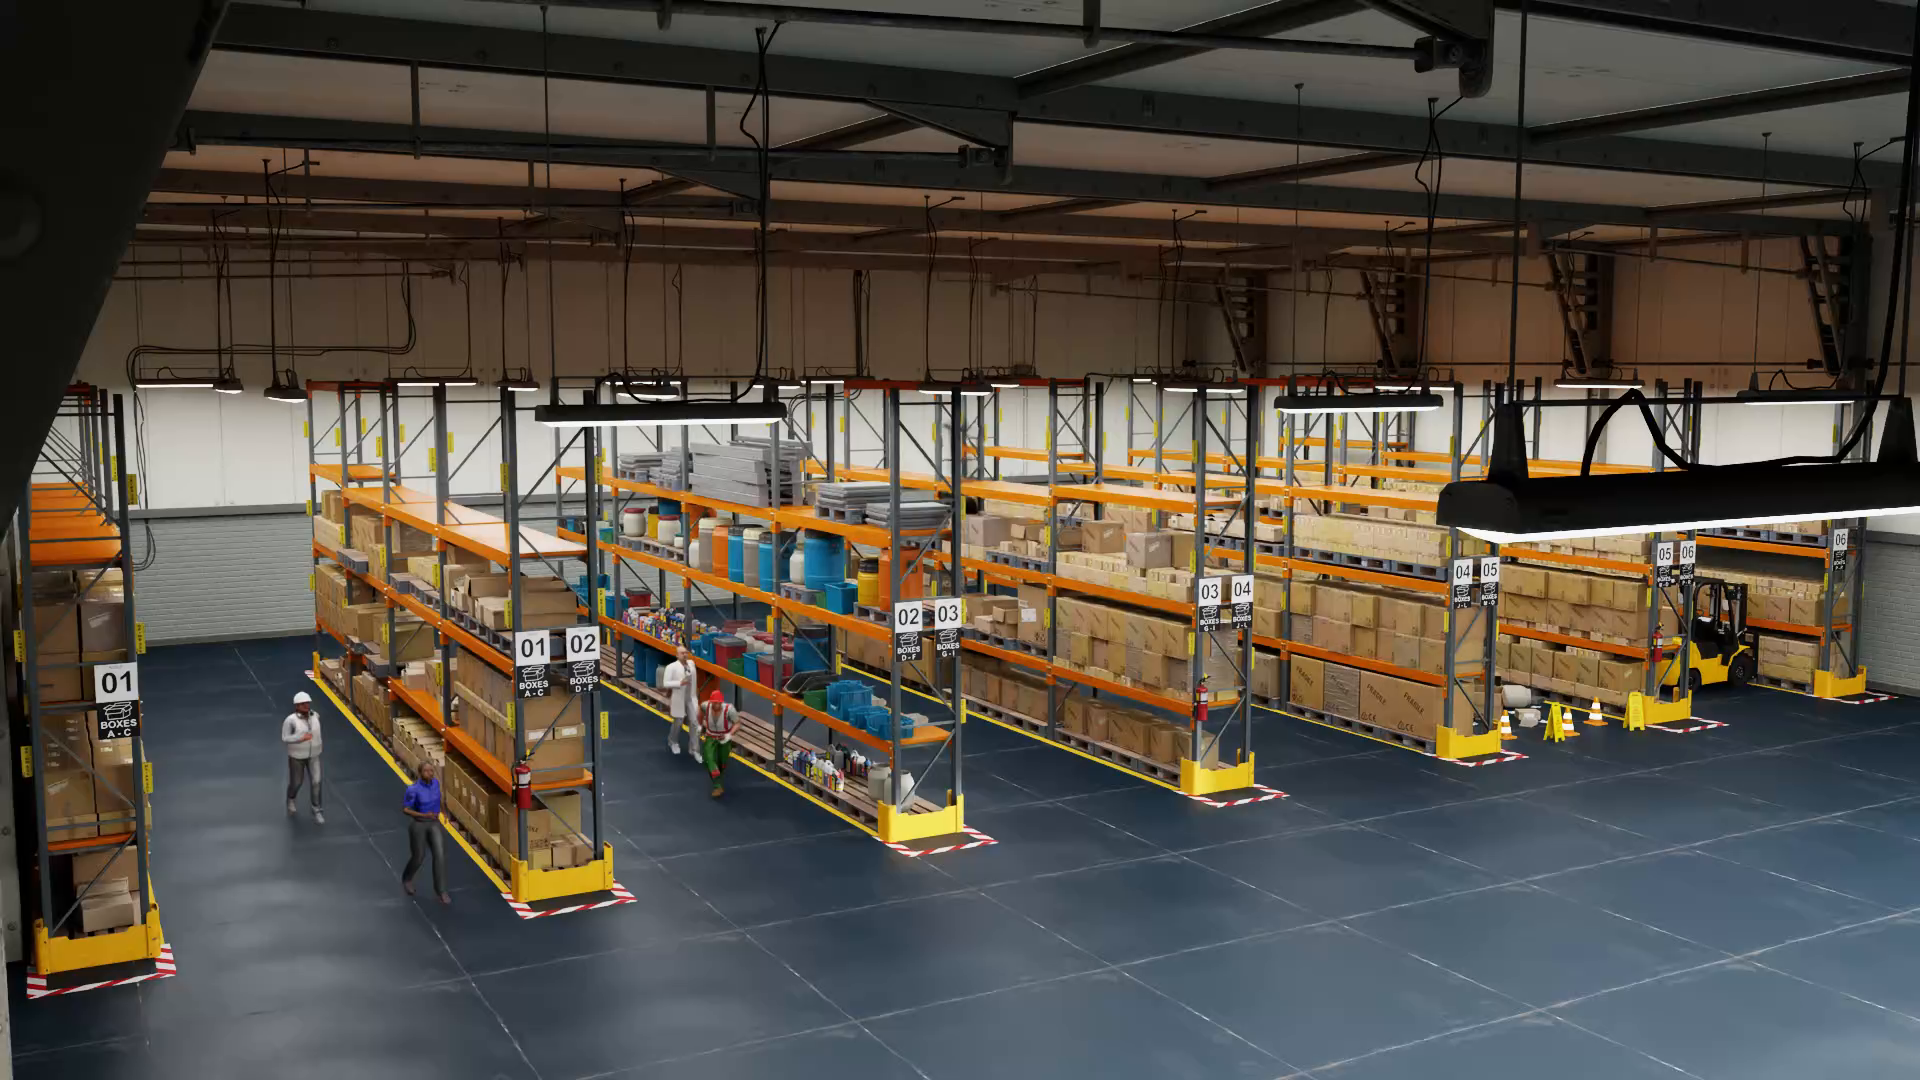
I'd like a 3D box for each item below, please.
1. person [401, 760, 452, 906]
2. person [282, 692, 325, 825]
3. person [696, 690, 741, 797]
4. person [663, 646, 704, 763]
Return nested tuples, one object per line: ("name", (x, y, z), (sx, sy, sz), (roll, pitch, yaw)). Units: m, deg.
("person", (-6.315, 3.433, 19.633), (0.811, 1.684, 0.592), (5, 8, 41))
("person", (-9.079, 2.979, 22.996), (0.644, 1.783, 0.947), (-6, 8, -43))
("person", (-3.546, 2.915, 24.528), (0.683, 1.582, 1.155), (0, 6, 1))
("person", (-4.441, 2.602, 26.632), (0.695, 1.828, 0.917), (-4, 7, -35))
